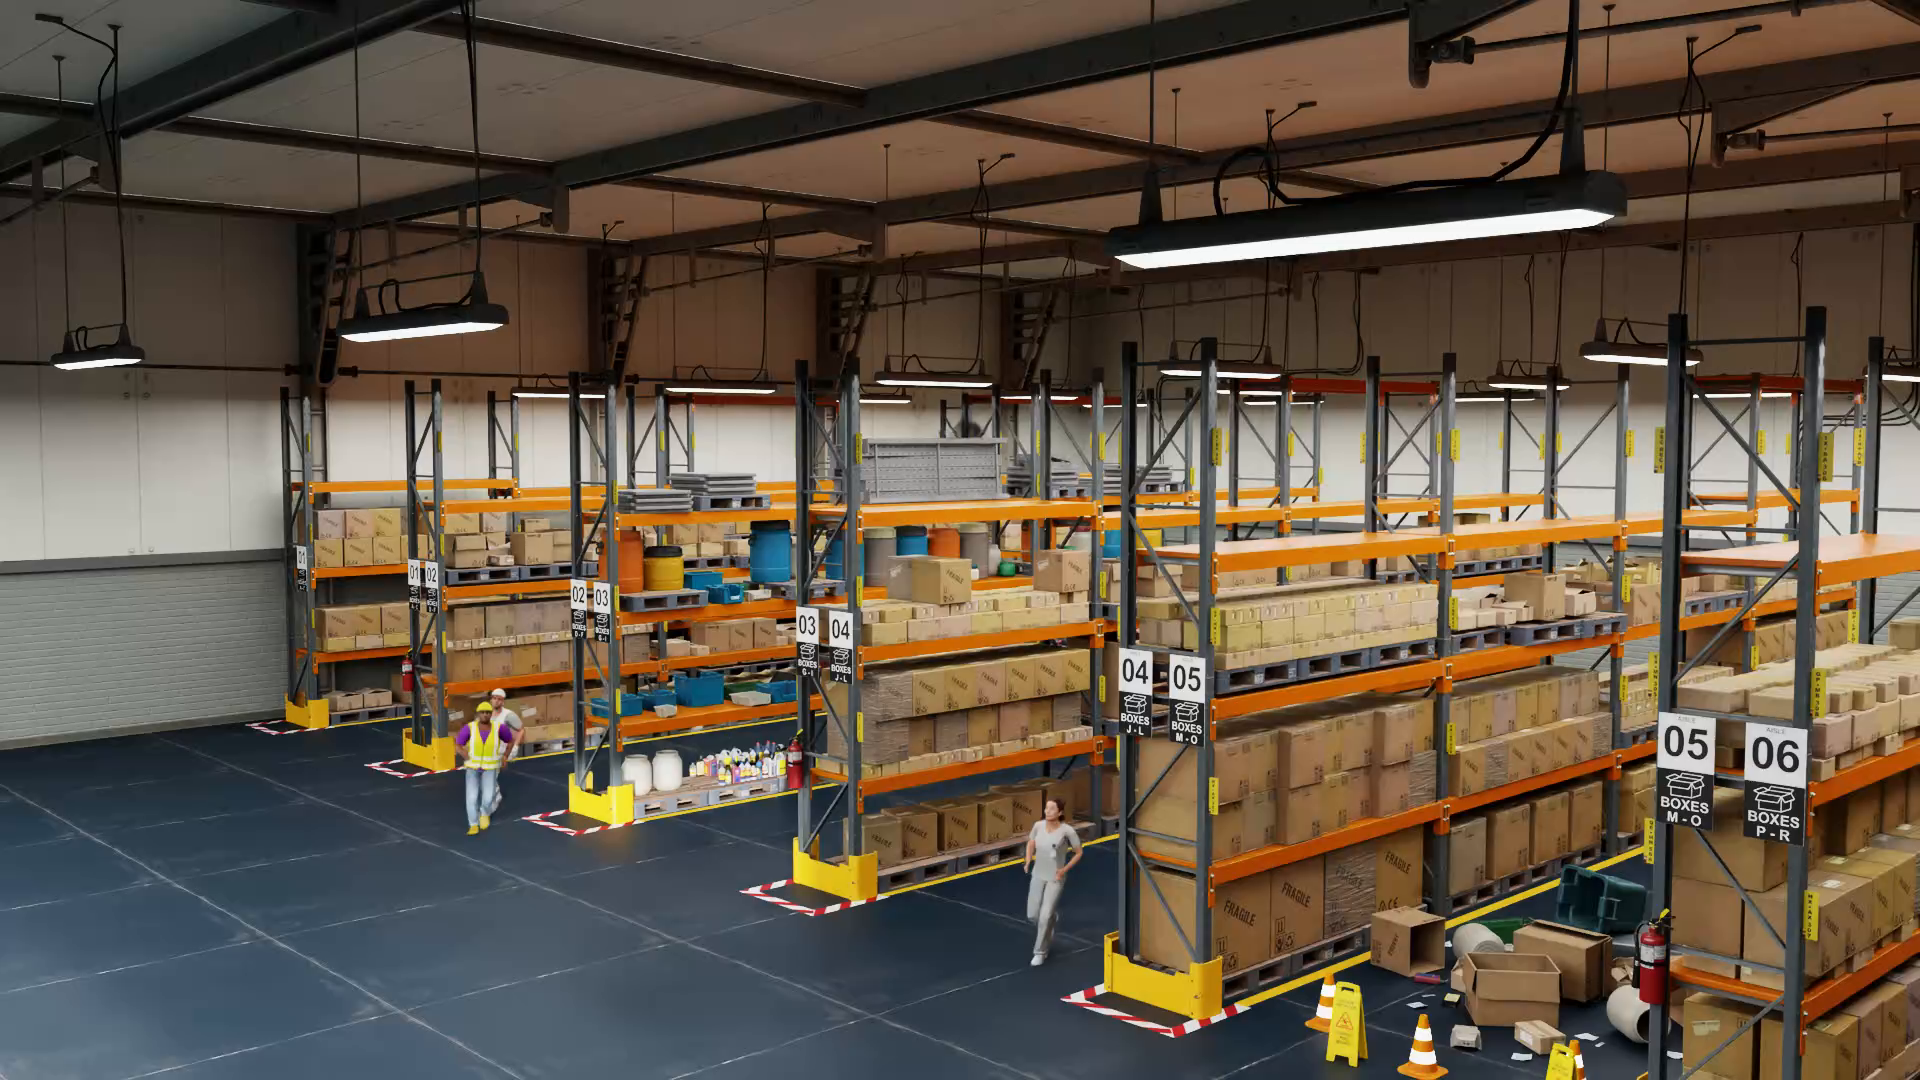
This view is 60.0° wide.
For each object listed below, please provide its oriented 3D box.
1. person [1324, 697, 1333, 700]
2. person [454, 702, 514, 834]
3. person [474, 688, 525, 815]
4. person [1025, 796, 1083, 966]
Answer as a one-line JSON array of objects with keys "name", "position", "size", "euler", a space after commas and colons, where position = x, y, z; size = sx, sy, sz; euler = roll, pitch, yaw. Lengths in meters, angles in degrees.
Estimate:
[{"name": "person", "position": [5.197, 2.867, 22.912], "size": [0.755, 1.715, 0.580], "euler": [-3, 5, -39]}, {"name": "person", "position": [-6.129, 2.936, 21.402], "size": [0.742, 1.708, 0.593], "euler": [-1, 4, -12]}, {"name": "person", "position": [-6.271, 2.863, 22.333], "size": [0.733, 1.738, 0.512], "euler": [1, 4, 15]}, {"name": "person", "position": [0.932, 3.319, 16.353], "size": [0.585, 1.642, 0.627], "euler": [2, 4, 28]}]
